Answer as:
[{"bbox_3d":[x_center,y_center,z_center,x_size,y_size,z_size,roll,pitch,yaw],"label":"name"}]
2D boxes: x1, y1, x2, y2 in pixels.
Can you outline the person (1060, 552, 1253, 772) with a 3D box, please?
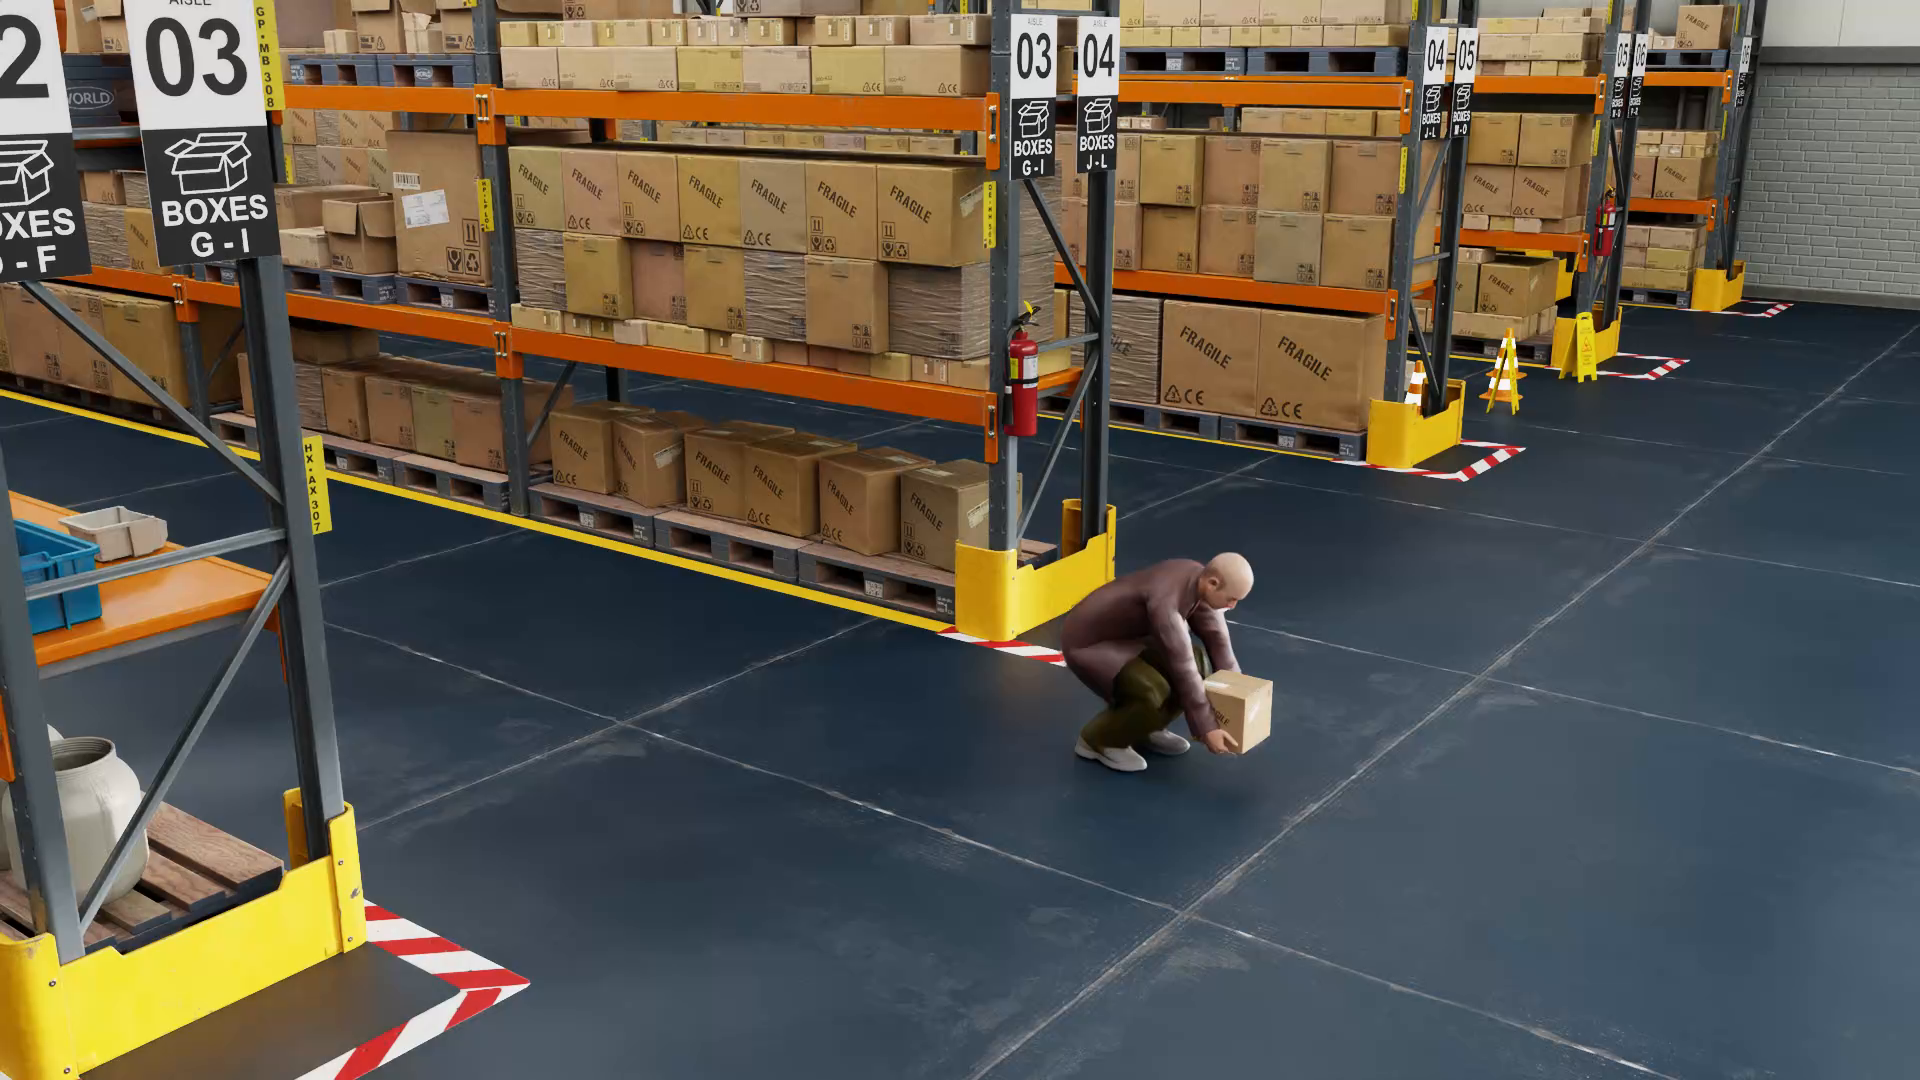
[{"bbox_3d":[0.869,0.505,7.230,0.927,1.000,0.574,11,20,34],"label":"person"}]
